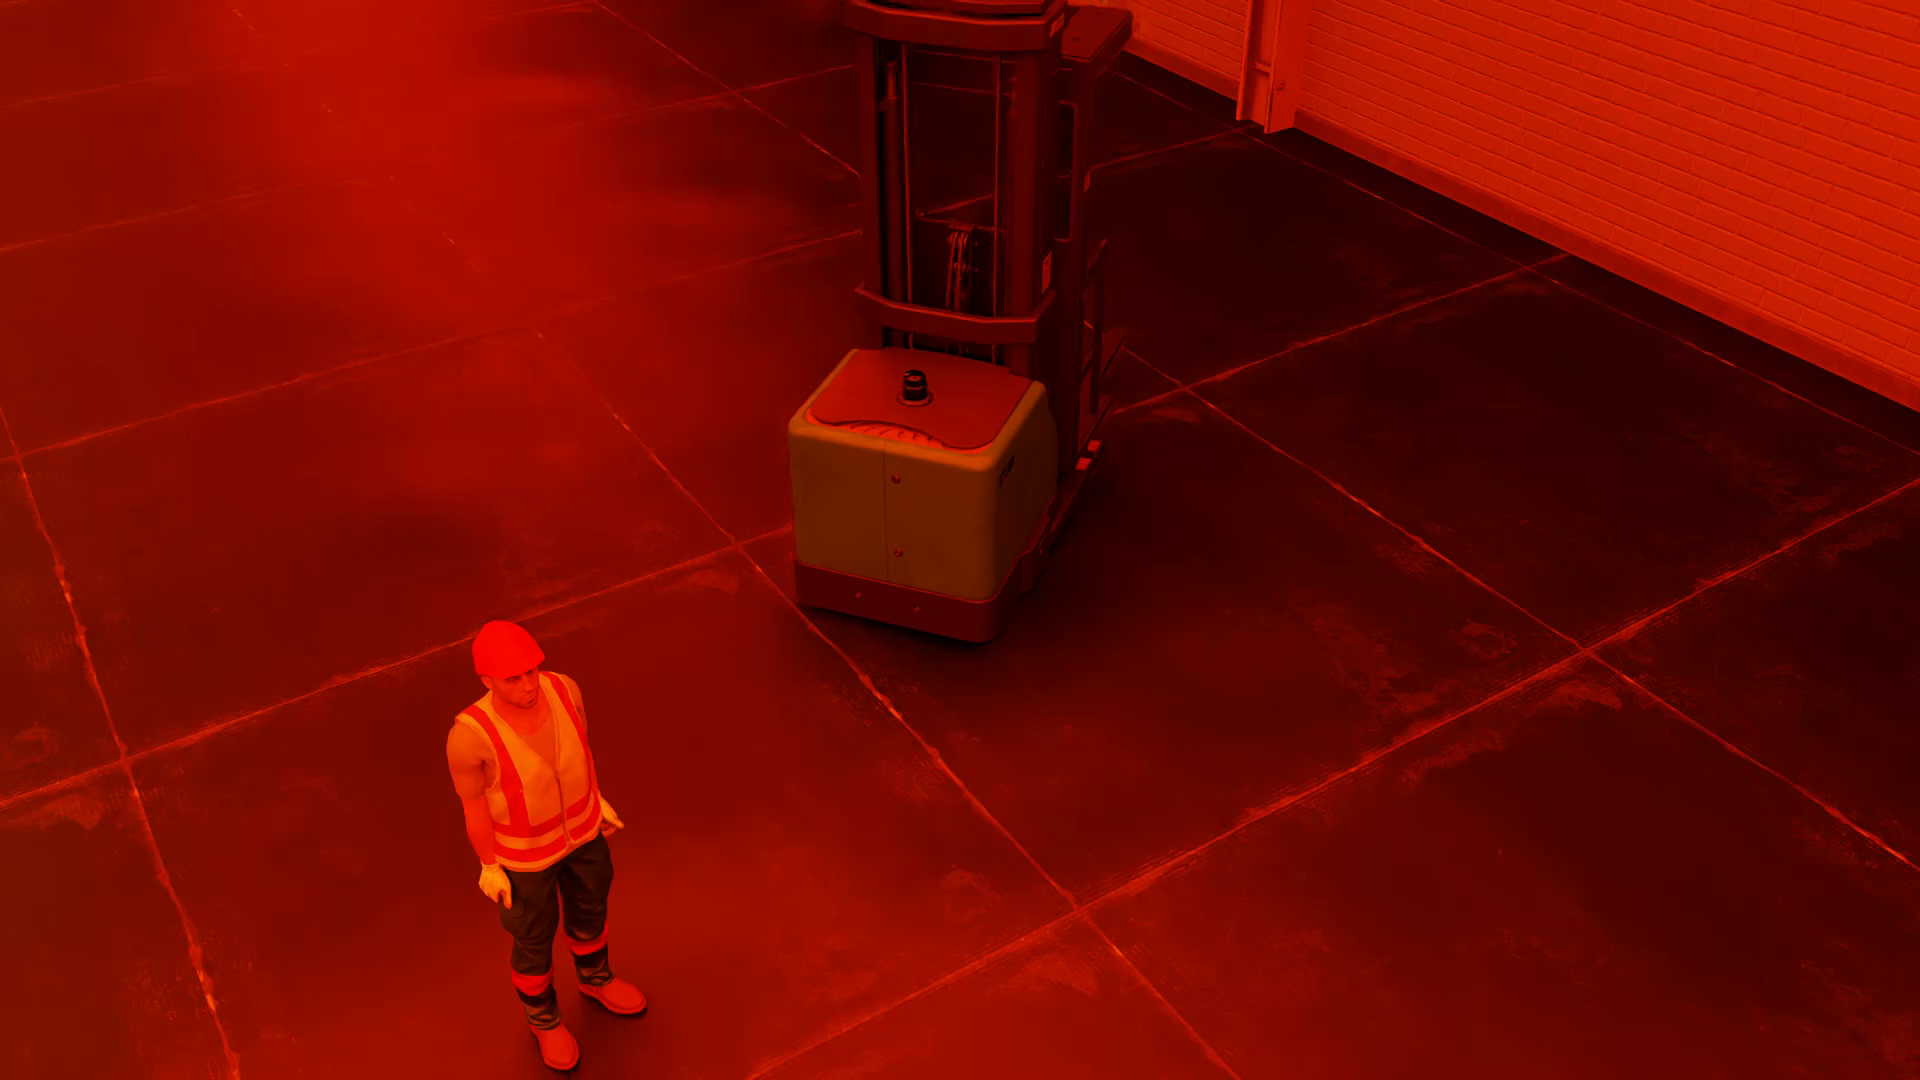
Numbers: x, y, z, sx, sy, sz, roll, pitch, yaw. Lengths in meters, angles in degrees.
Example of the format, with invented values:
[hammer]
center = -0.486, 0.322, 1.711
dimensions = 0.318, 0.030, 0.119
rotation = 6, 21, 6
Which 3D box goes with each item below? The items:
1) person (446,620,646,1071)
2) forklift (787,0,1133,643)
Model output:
[person]
center = -1.399, 1.025, 5.683
dimensions = 0.376, 1.794, 0.533
rotation = 26, 43, 32
[forklift]
center = 0.173, -1.557, 8.364
dimensions = 1.130, 2.935, 3.031
rotation = 12, 37, 16
